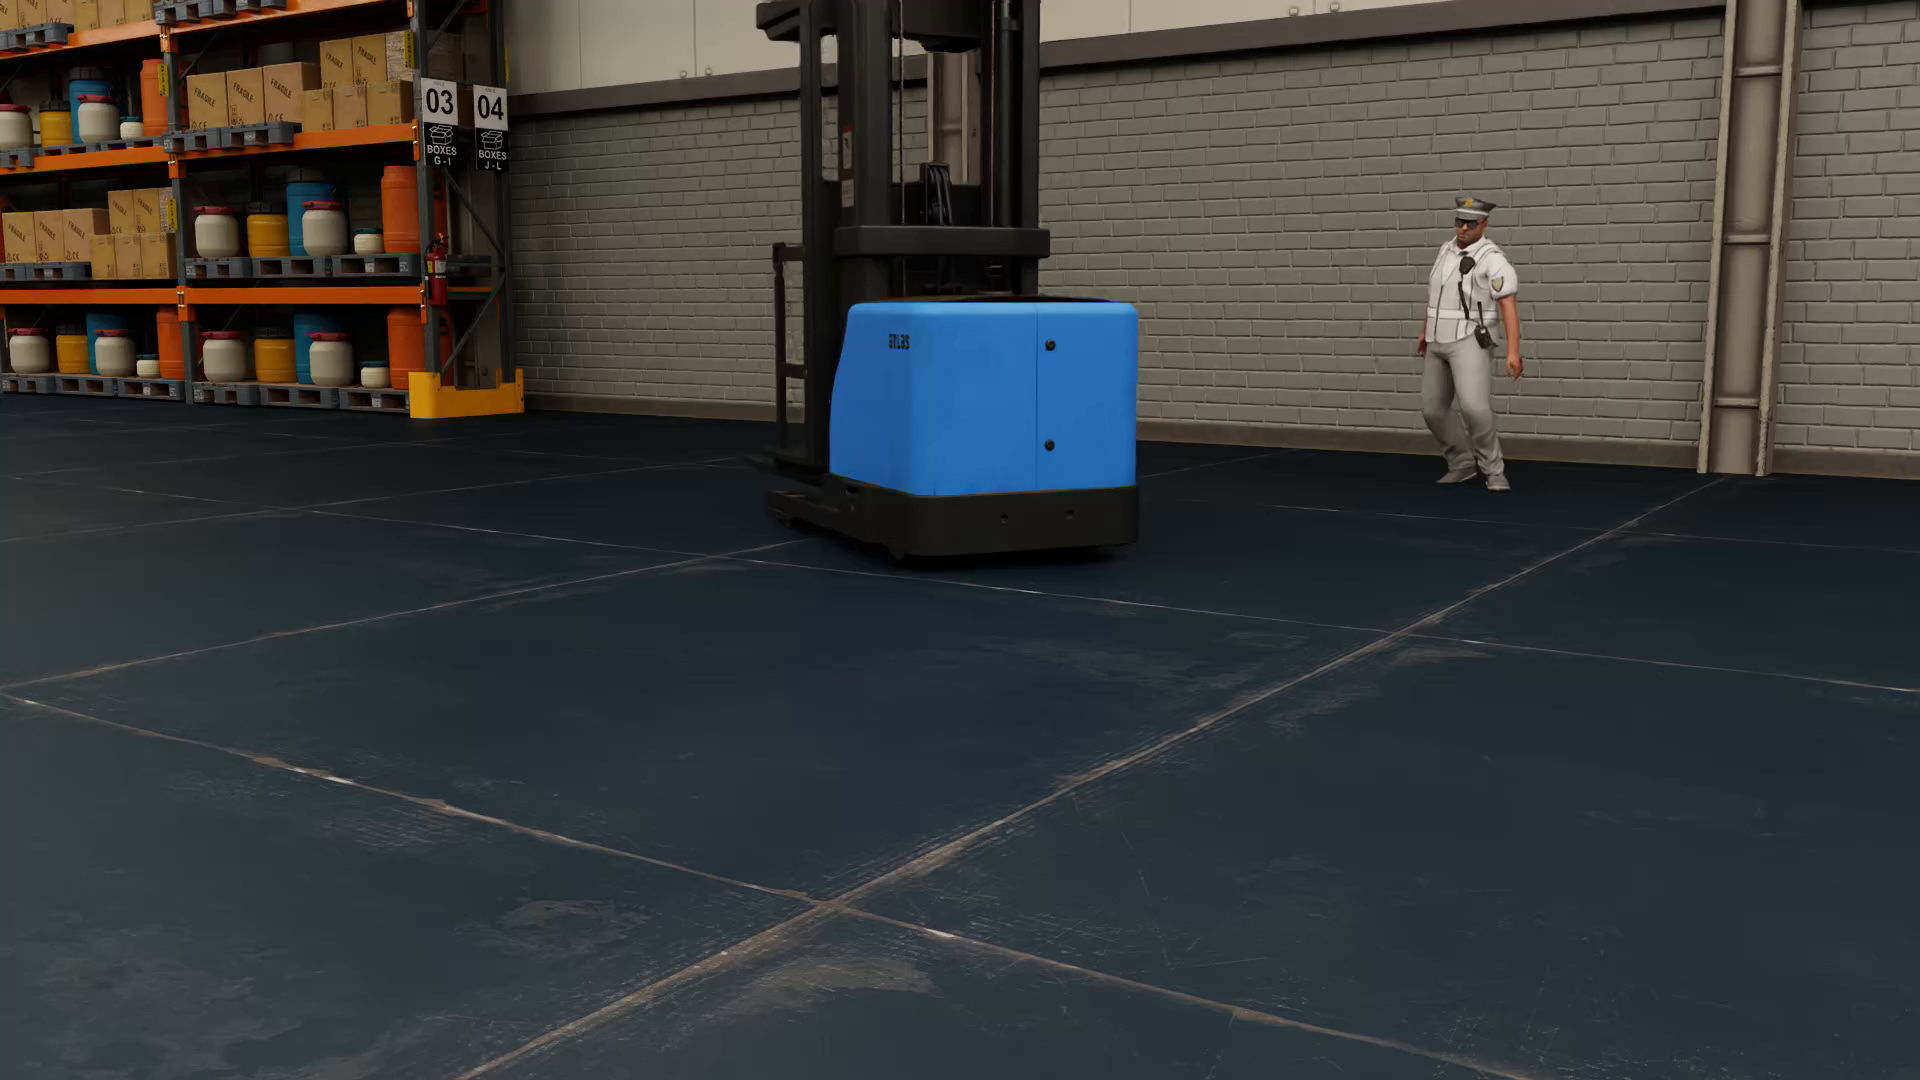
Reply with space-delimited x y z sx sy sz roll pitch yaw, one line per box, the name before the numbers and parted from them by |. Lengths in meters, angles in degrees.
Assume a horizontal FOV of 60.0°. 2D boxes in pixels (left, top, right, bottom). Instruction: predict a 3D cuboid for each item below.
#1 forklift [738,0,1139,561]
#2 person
forklift | -0.314 -1.533 7.976 1.130 2.935 3.031 -4 9 -24
person | 2.999 -1.141 9.843 0.480 1.737 0.897 -4 9 -24
